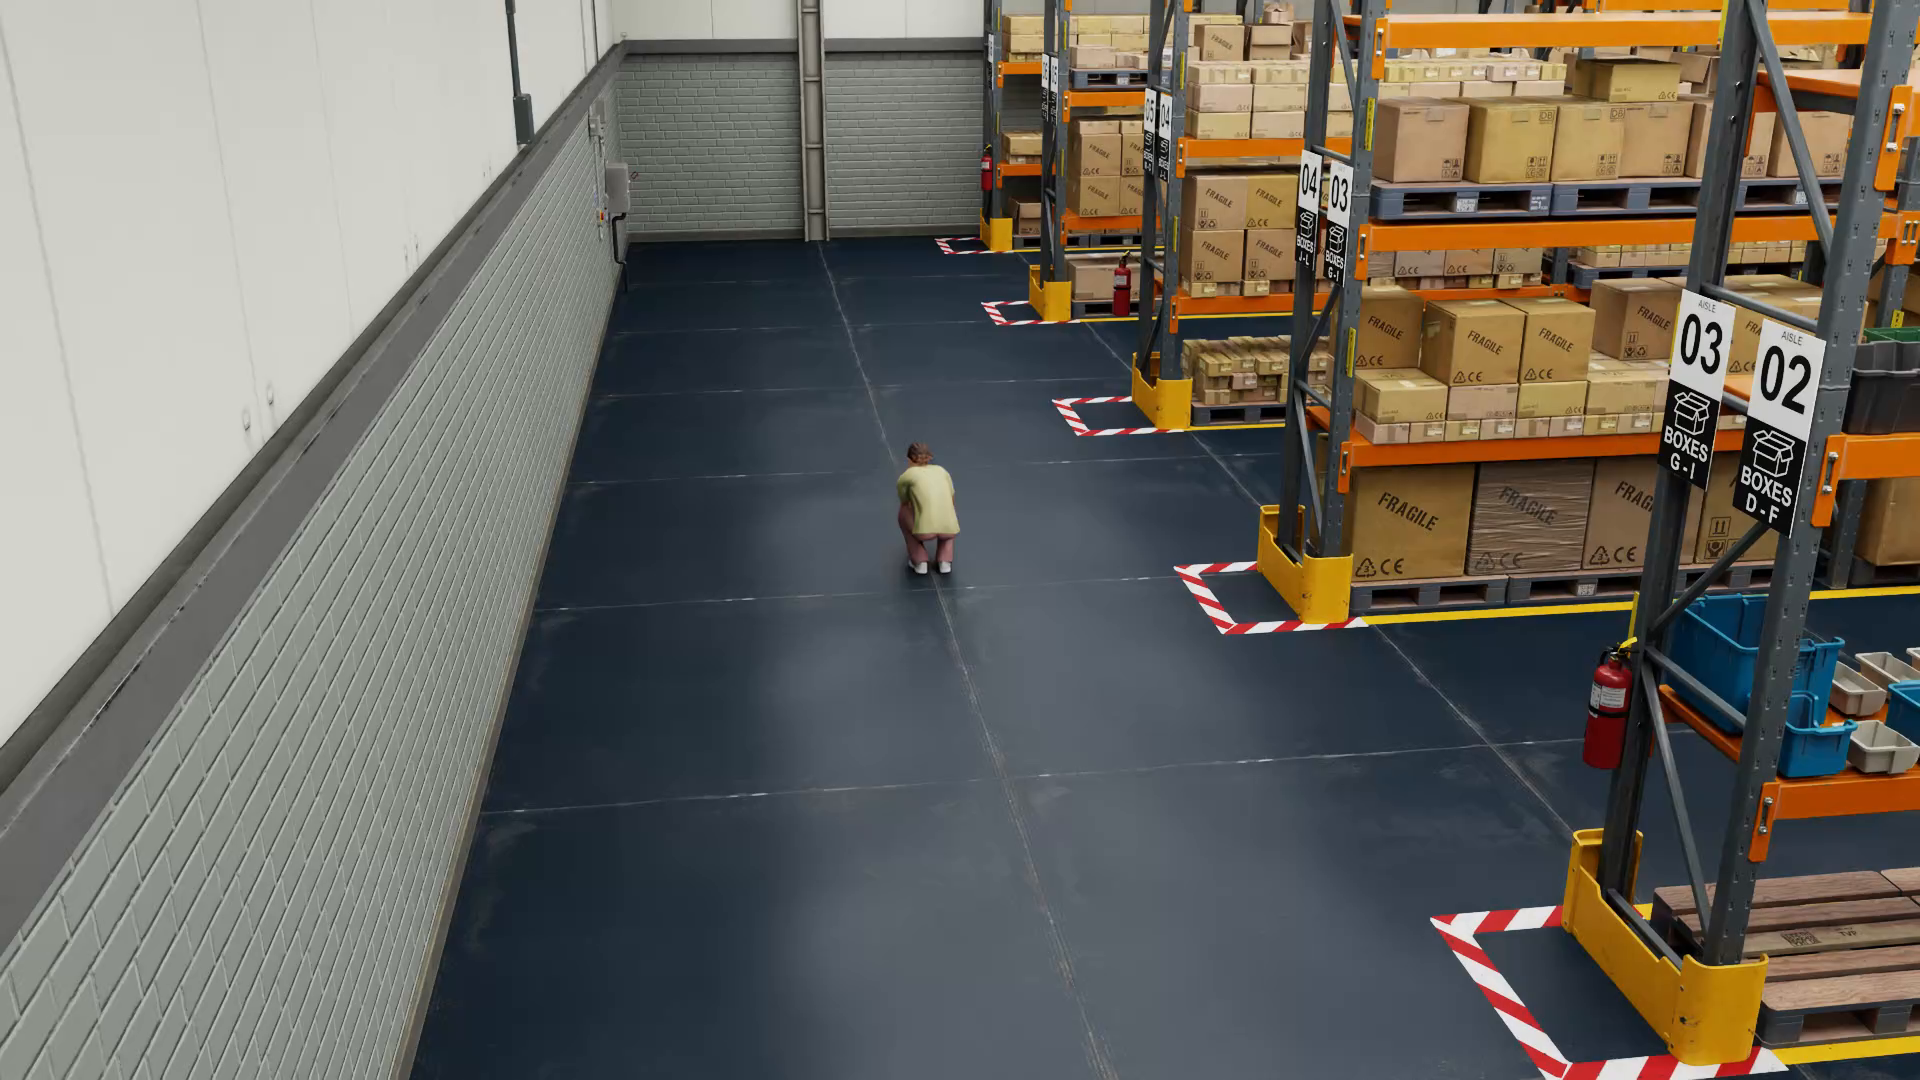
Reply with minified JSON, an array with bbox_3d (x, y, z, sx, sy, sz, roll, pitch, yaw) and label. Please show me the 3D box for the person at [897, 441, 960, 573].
[{"bbox_3d":[-0.249,-0.250,12.840,0.463,0.943,0.786,-3,20,-8],"label":"person"}]
